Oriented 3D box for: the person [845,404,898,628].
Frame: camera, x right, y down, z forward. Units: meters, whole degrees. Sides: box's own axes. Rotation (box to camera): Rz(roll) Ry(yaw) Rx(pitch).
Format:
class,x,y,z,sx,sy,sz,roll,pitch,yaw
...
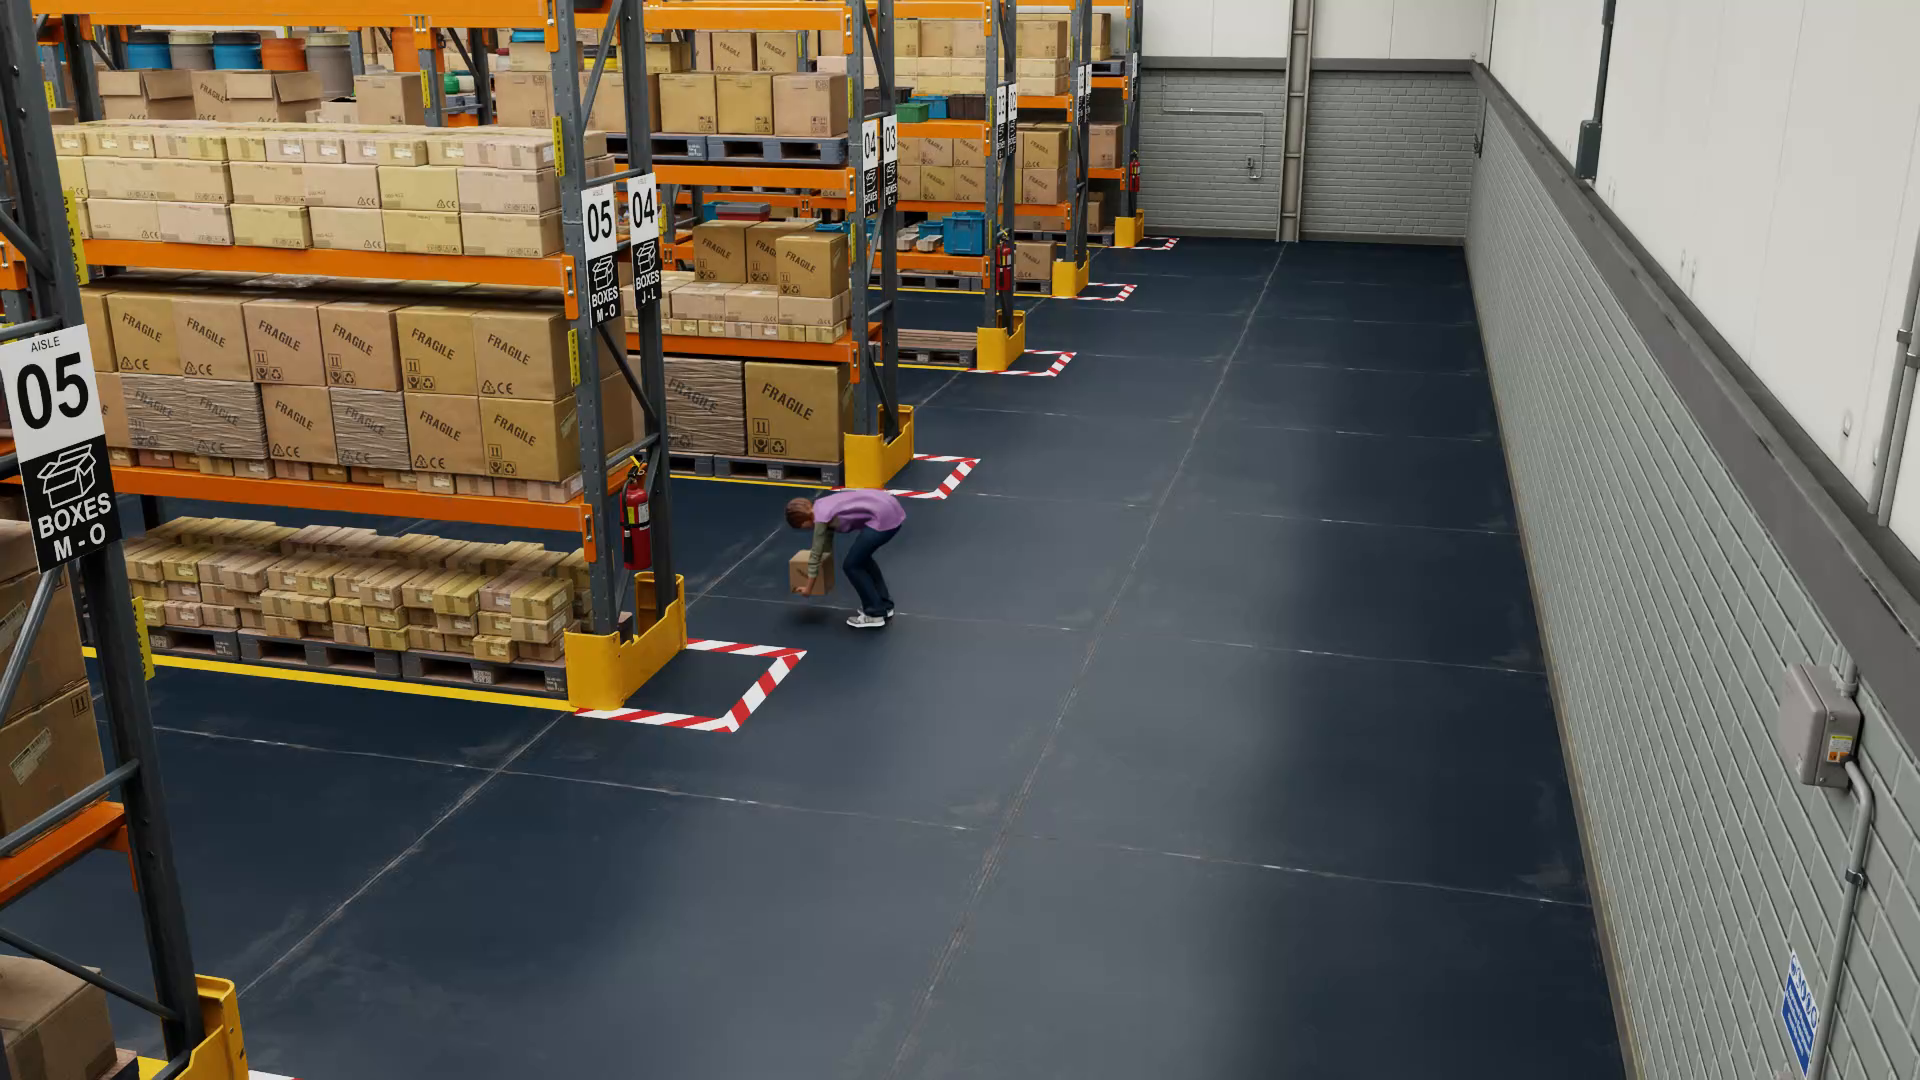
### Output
class,x,y,z,sx,sy,sz,roll,pitch,yaw
person,-0.609,-0.172,11.594,0.346,1.590,0.467,4,19,11
